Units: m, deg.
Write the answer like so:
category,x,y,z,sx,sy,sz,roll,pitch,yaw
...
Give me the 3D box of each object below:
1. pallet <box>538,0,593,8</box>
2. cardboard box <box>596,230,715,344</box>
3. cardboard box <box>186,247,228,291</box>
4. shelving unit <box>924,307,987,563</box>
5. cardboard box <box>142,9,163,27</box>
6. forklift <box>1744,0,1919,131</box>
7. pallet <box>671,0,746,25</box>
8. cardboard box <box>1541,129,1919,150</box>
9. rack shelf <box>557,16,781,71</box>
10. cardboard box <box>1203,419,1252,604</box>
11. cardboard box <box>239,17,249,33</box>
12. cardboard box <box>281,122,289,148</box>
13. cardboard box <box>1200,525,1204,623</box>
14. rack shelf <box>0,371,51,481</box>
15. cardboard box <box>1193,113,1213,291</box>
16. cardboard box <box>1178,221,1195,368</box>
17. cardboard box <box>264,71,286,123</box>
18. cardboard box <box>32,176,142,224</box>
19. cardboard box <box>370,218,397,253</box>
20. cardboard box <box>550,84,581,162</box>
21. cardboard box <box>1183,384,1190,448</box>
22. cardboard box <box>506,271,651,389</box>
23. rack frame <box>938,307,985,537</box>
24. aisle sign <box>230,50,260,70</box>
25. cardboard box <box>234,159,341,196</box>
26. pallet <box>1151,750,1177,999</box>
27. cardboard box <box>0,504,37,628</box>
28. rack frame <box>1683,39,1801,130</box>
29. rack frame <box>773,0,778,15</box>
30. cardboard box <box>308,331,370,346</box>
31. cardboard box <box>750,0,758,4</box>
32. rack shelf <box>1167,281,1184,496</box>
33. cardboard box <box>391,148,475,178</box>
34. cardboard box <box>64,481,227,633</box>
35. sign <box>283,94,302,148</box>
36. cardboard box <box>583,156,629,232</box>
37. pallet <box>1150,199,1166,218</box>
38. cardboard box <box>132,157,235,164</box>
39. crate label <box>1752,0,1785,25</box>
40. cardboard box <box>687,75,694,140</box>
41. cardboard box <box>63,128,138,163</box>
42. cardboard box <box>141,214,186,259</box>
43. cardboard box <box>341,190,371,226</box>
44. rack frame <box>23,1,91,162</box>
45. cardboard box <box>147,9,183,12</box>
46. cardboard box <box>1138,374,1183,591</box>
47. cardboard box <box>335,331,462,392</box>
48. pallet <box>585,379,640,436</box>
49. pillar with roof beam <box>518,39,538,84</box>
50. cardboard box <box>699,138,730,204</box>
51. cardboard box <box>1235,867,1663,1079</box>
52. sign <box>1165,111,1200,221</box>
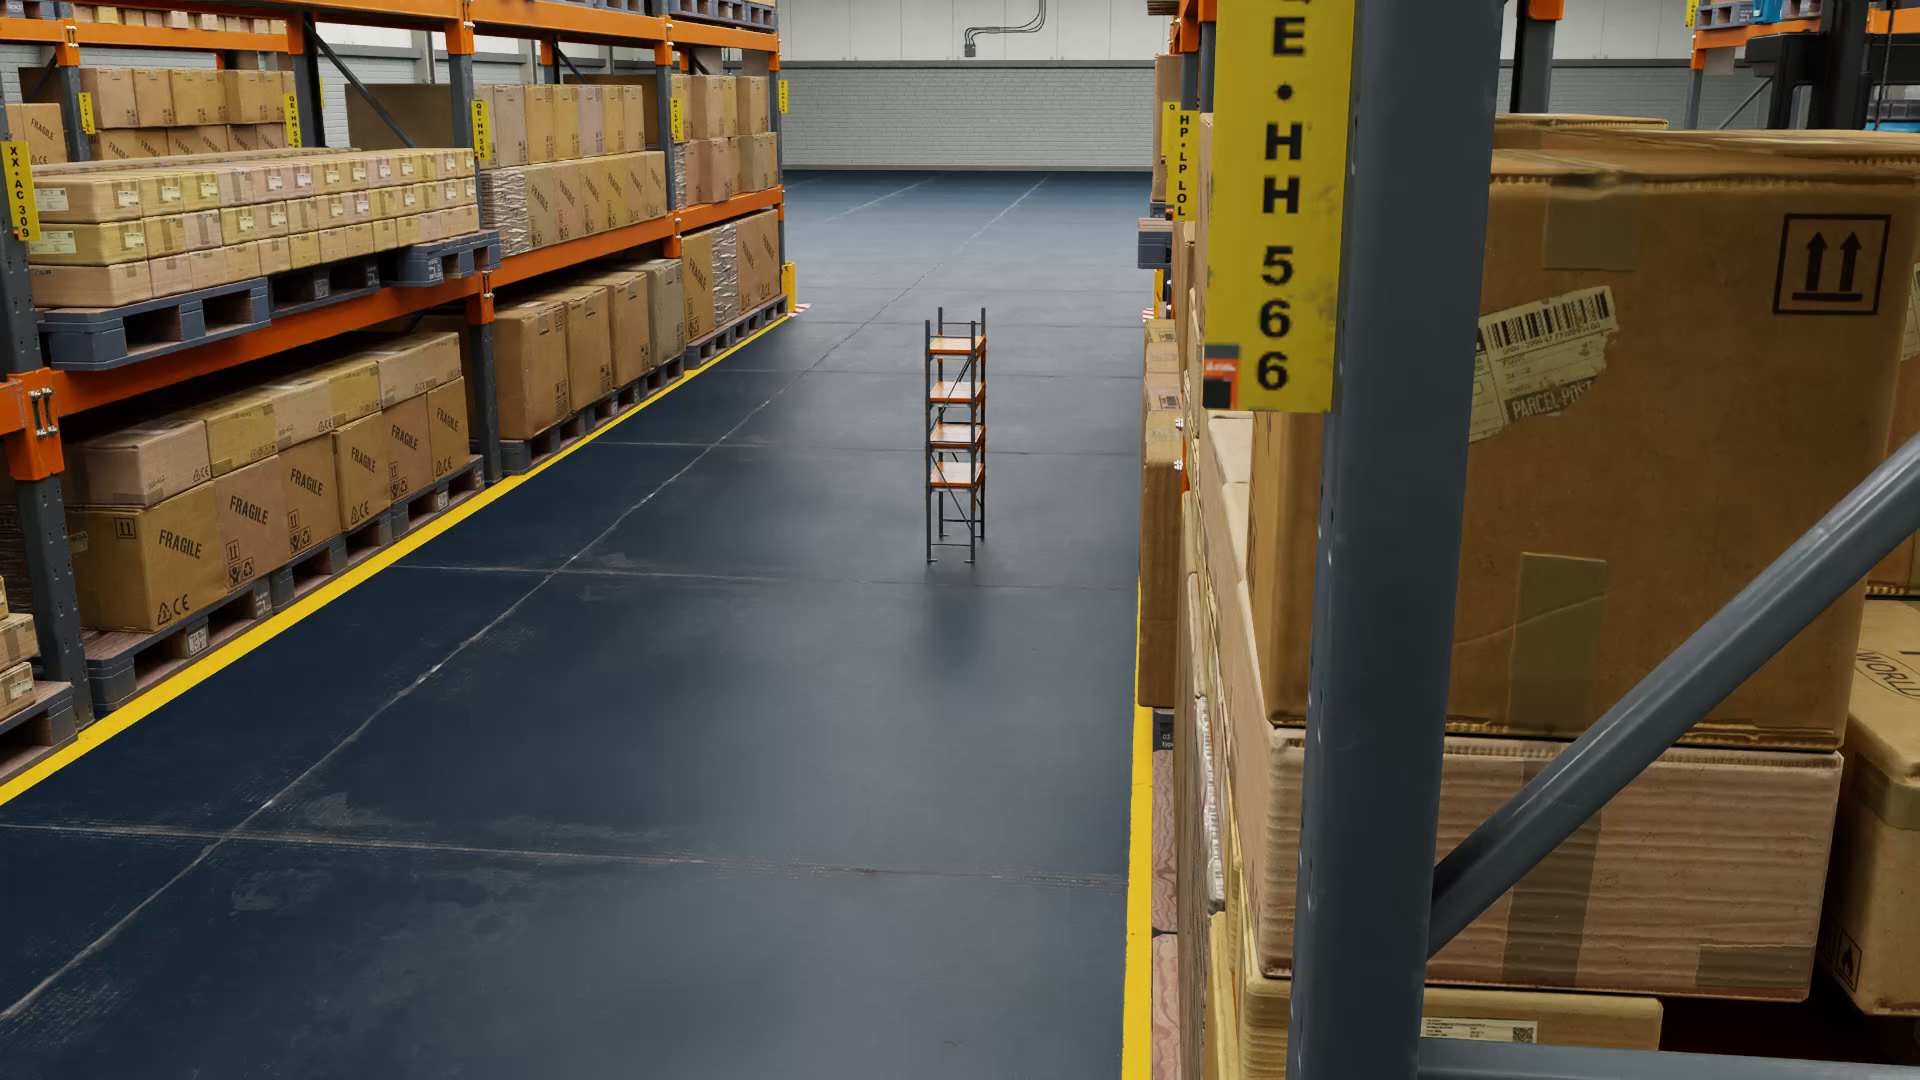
category,x,y,z,sx,sy,sz,roll,pitch,yaw
pallet,-3.106,-3.621,10.922,1.003,0.211,1.213,2,15,9
cardboard box,-2.658,-2.181,14.247,0.875,0.875,0.875,2,15,7
cardboard box,-3.142,-1.075,6.568,0.380,0.149,0.250,2,15,7
shelving unit,-0.019,-0.536,8.347,0.258,1.200,0.503,2,15,6
cardboard box,-7.337,-4.629,14.771,0.380,0.149,0.250,1,15,5
forklift,4.039,-1.171,7.378,1.130,2.935,3.031,4,16,13
pallet,-2.555,-4.776,15.000,1.003,0.211,1.213,2,15,6
cardboard box,1.196,-0.372,2.573,0.500,0.500,0.500,1,15,5
rack shelf,-2.572,-4.462,15.050,1.077,0.370,4.000,2,15,6
cardboard box,0.671,-0.027,2.731,0.500,0.250,0.500,1,15,4
cardboard box,-7.193,-5.029,16.248,0.380,0.149,0.250,2,15,7
cardboard box,-7.064,-4.043,17.106,0.500,0.500,0.500,1,15,5
cardboard box,0.651,0.064,3.159,0.380,0.149,0.250,2,15,7
rack shelf,-3.926,0.098,3.932,1.077,0.370,4.000,2,15,6
cardboard box,0.908,-0.912,4.570,0.500,0.500,0.500,2,15,6
cardboard box,1.060,-0.902,6.058,0.500,0.500,0.500,2,15,8
cardboard box,-7.182,-4.405,16.527,0.700,0.500,0.500,2,15,7
cardboard box,-3.199,-1.225,5.984,0.380,0.149,0.250,2,15,9
cardboard box,-2.967,-1.480,8.066,0.380,0.149,0.250,1,15,4
cardboard box,-3.020,-2.849,11.346,0.700,0.500,0.500,2,15,6
cardboard box,0.823,-0.339,4.652,0.380,0.149,0.250,1,15,4
cardboard box,-2.891,-1.546,12.138,1.050,0.750,0.750,2,15,6
rack frame,0.009,-0.600,8.581,0.240,1.200,0.015,2,15,6
aisle sign,-7.578,-5.280,17.462,0.394,0.787,0.004,2,15,6
cardboard box,-3.027,-1.631,7.483,0.380,0.149,0.250,2,15,8
pallet,1.053,0.945,4.762,1.003,0.211,1.213,2,15,6
cardboard box,-3.868,0.036,6.765,0.500,0.500,0.500,1,15,5
rack frame,7.492,-3.562,16.089,1.000,3.000,0.127,2,15,6
rack frame,-2.347,-6.776,16.483,1.000,3.000,0.127,2,15,6
cardboard box,-3.568,-0.992,9.131,0.500,0.250,0.500,1,15,4
cardboard box,-2.134,-5.164,15.753,0.380,0.149,0.250,2,15,7
rack shelf,1.442,-0.767,7.131,1.077,0.370,4.000,2,15,6
cardboard box,-2.849,-2.034,8.973,0.380,0.149,0.250,1,15,4
cardboard box,-3.354,0.052,6.707,0.500,0.500,0.500,2,15,8
sign,-3.801,-2.380,9.499,0.100,0.325,0.005,2,15,6
cardboard box,-2.705,-2.486,11.917,0.500,0.500,0.500,2,15,7
pallet,1.888,-2.384,12.100,1.003,0.211,1.213,2,15,6
cardboard box,-3.641,-1.719,7.810,0.380,0.149,0.250,2,15,8
crate label,6.952,-4.463,13.958,0.502,0.251,0.408,2,15,6
cardboard box,-2.776,-3.677,14.159,0.875,0.550,0.550,2,15,6
cardboard box,-7.401,-3.260,14.211,0.500,0.500,0.500,2,15,6
cardboard box,-3.172,-1.149,6.272,0.380,0.149,0.250,1,15,5
cardboard box,-2.996,-1.554,7.771,0.380,0.149,0.250,2,15,8
rack frame,-7.728,-2.963,13.872,1.000,3.000,0.127,2,15,6
cardboard box,-7.288,-4.851,14.828,0.500,0.250,0.500,2,15,7
cardboard box,1.368,-0.171,6.815,1.225,0.875,0.875,1,15,4
cardboard box,-3.066,-0.978,9.082,0.500,0.250,0.500,1,15,5
pallet,-2.945,-0.977,11.872,1.003,0.211,1.213,2,15,6
pillar with roof beam,-6.197,-12.985,39.444,9.100,9.000,0.400,2,15,6
cardboard box,-2.551,-3.291,14.800,0.875,0.550,0.550,2,15,6
cardboard box,0.478,0.461,1.692,0.380,0.149,0.250,2,15,7
sign,0.676,-1.130,5.028,0.100,0.325,0.005,2,15,6
